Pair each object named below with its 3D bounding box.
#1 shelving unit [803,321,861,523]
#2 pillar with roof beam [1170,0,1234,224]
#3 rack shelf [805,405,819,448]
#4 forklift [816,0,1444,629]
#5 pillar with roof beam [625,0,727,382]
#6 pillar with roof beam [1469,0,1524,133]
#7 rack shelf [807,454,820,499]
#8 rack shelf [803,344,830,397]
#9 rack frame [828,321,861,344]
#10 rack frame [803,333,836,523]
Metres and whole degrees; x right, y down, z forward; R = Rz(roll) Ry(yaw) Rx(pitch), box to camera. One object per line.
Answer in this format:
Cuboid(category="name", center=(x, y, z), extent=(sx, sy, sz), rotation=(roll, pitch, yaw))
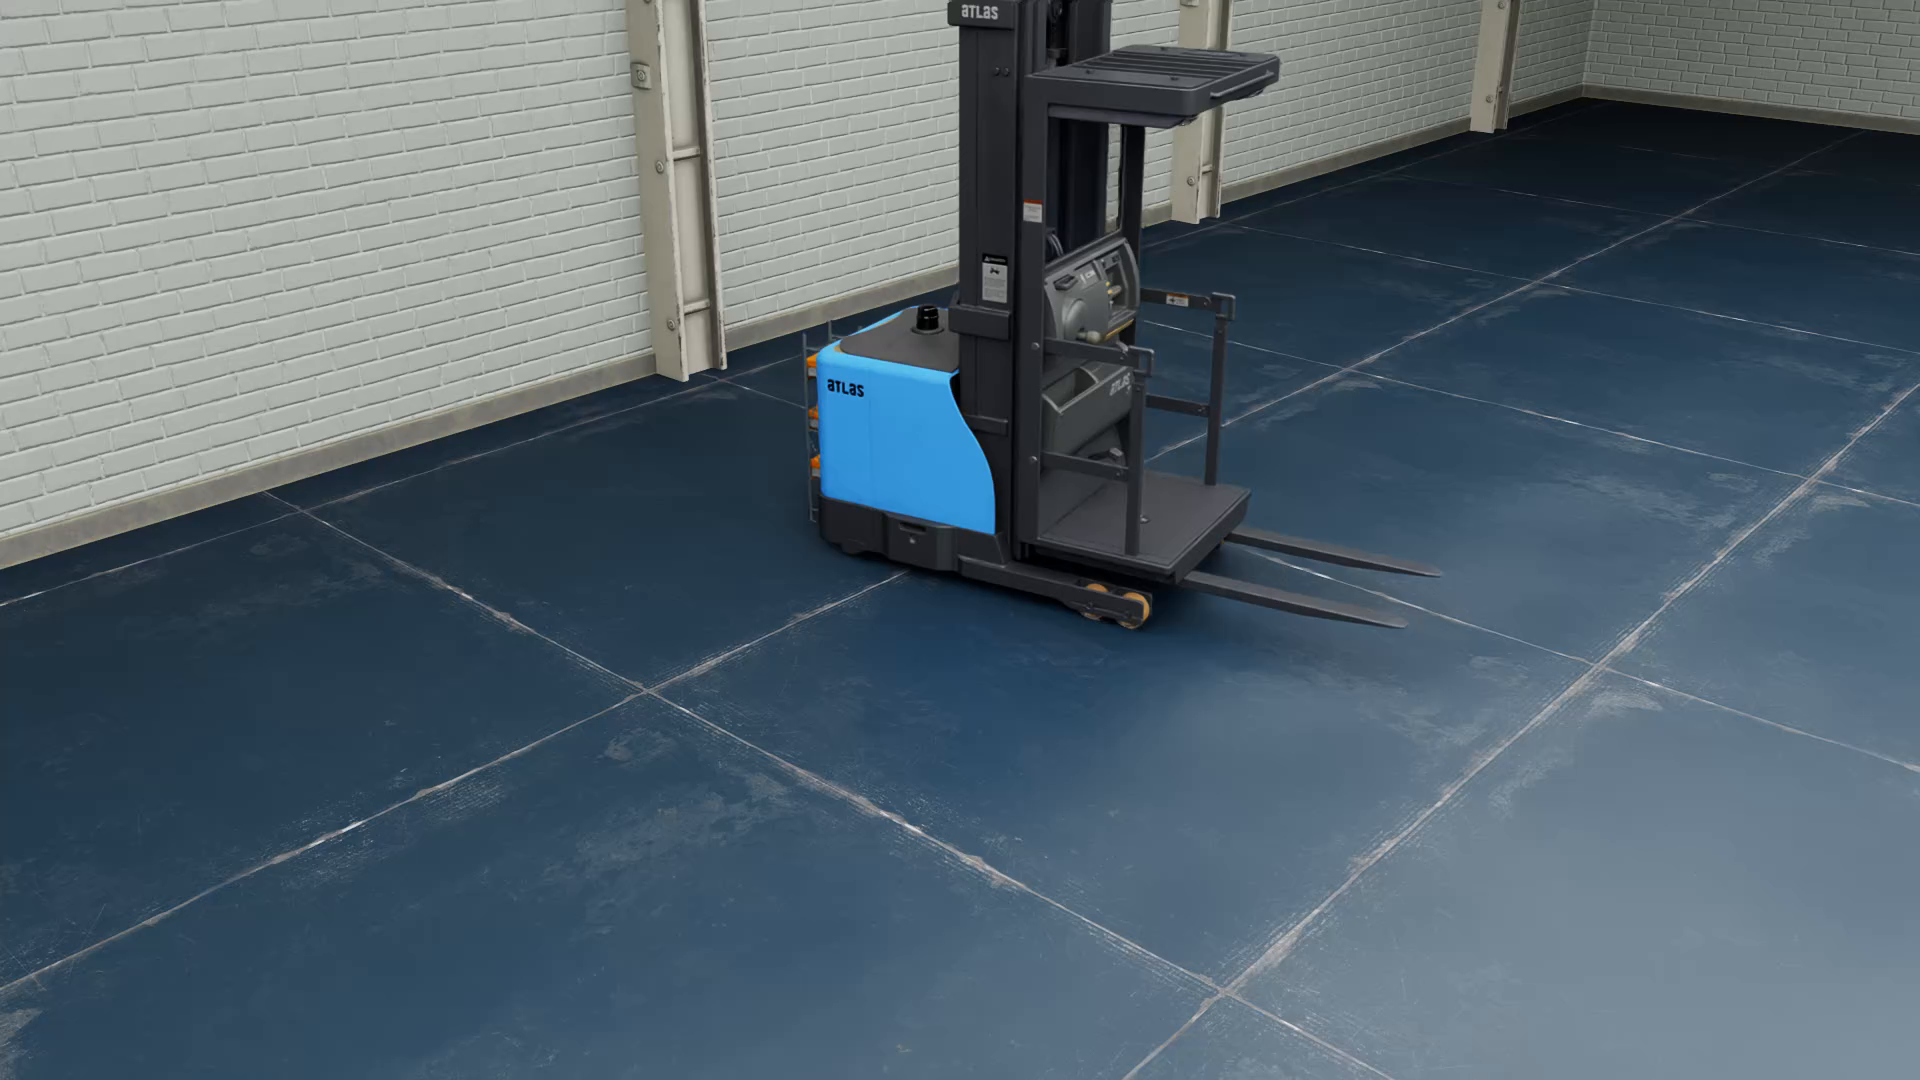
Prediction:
Cuboid(category="shelving unit", center=(-0.662, -0.607, 8.820), extent=(0.215, 1.050, 0.252), rotation=(13, 27, 26))
Cuboid(category="pillar with roof beam", center=(5.377, -5.917, 10.948), extent=(9.100, 9.000, 0.400), rotation=(20, 31, 38))
Cuboid(category="rack shelf", center=(-0.662, -0.597, 8.824), extent=(0.215, 0.259, 0.240), rotation=(13, 27, 26))
Cuboid(category="forklift", center=(0.808, -1.170, 7.776), extent=(3.031, 2.935, 1.130), rotation=(13, 27, 27))
Cuboid(category="pillar with roof beam", center=(1.372, -4.089, 6.871), extent=(9.100, 9.000, 0.400), rotation=(20, 31, 38))
Cuboid(category="pillar with roof beam", center=(9.381, -7.745, 15.025), extent=(9.100, 9.000, 0.400), rotation=(20, 31, 38))
Cuboid(category="rack shelf", center=(-0.662, -0.343, 8.938), extent=(0.215, 0.259, 0.240), rotation=(13, 27, 26))
Cuboid(category="rack shelf", center=(-0.662, -0.856, 8.708), extent=(0.215, 0.259, 0.240), rotation=(13, 27, 26))
Cuboid(category="rack frame", center=(-0.604, -0.650, 8.917), extent=(0.200, 1.050, 0.008), rotation=(13, 27, 26))
Cuboid(category="rack frame", center=(-0.720, -0.563, 8.722), extent=(0.200, 1.050, 0.008), rotation=(13, 27, 26))
